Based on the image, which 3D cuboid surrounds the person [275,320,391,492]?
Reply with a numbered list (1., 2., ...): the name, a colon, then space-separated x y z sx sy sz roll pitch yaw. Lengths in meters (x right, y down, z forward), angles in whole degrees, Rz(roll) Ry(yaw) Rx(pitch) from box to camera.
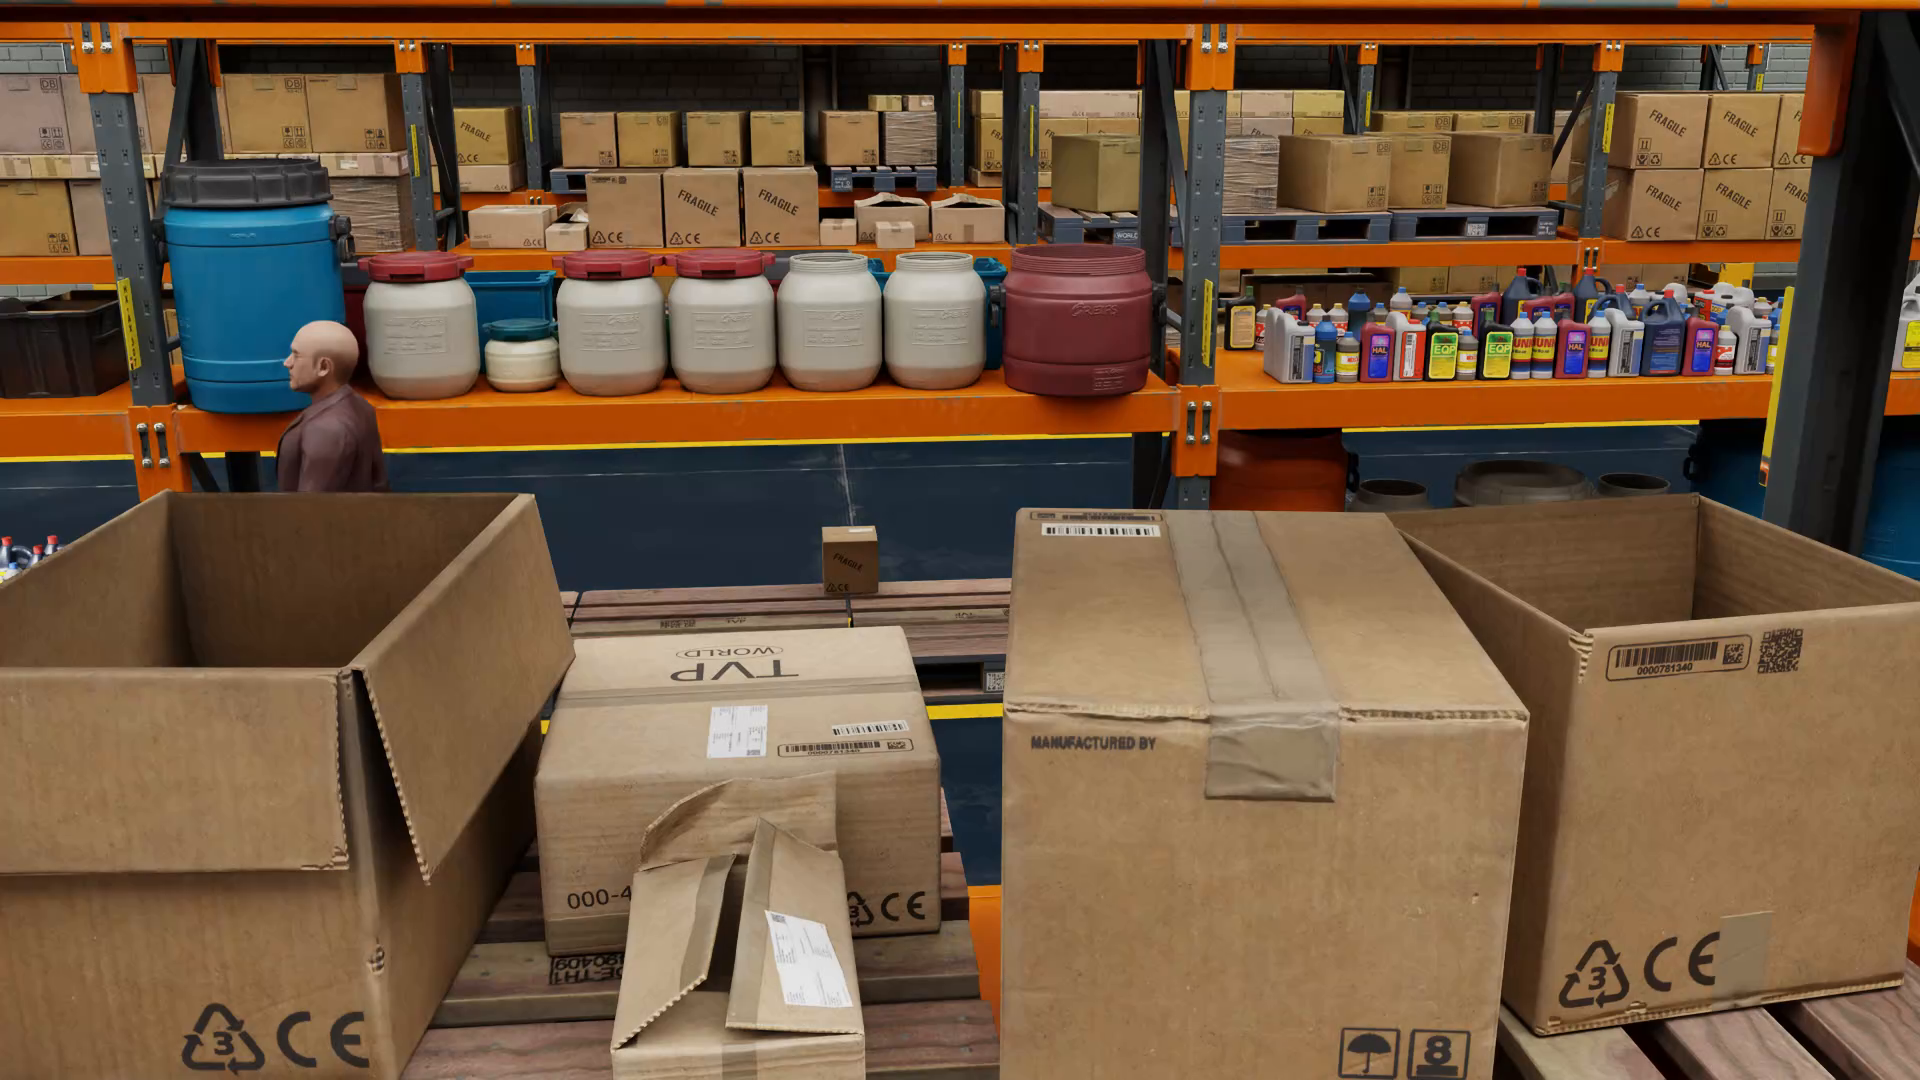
1. person: -2.170 0.128 5.611 1.097 1.724 0.616 -5 17 -17
